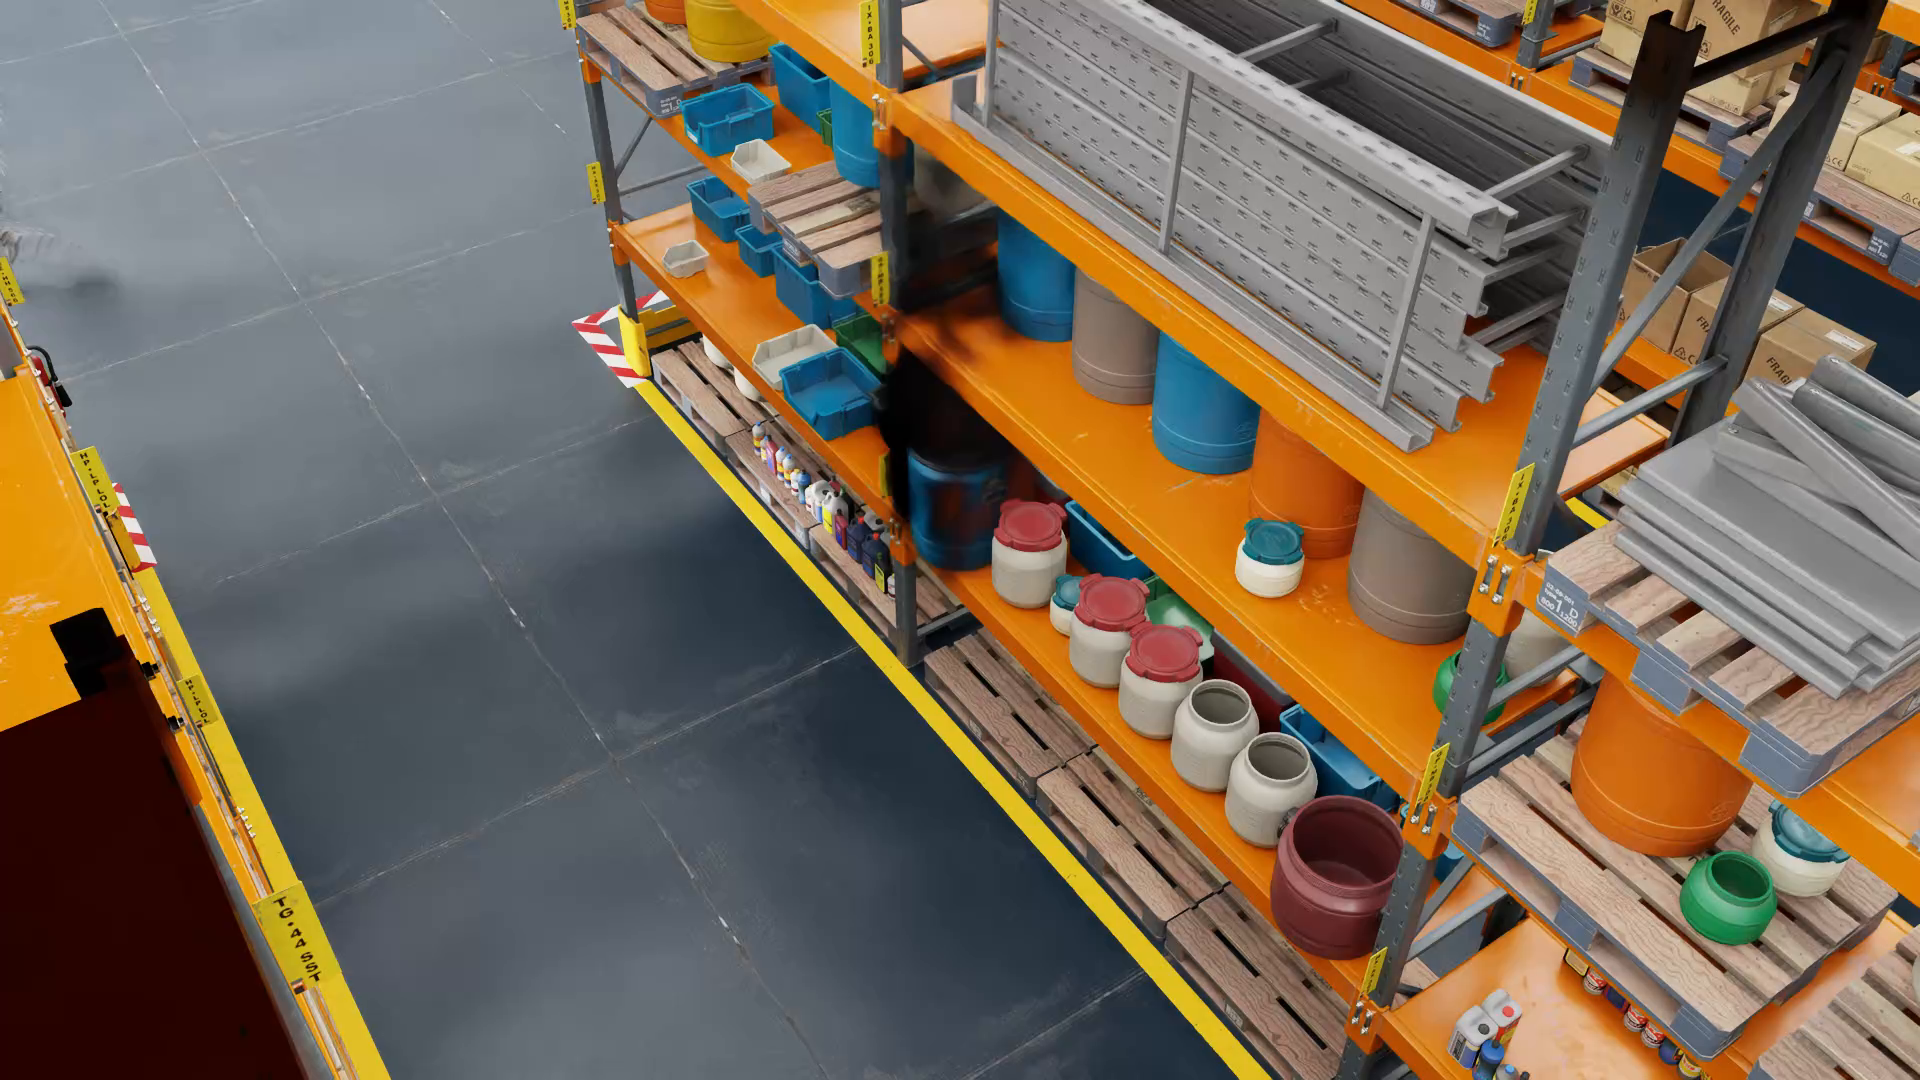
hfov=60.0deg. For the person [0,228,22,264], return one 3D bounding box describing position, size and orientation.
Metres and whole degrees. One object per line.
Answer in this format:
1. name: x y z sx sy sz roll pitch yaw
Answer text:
1. person: -8.175 -2.816 13.557 0.586 1.729 0.659 -6 43 -7
